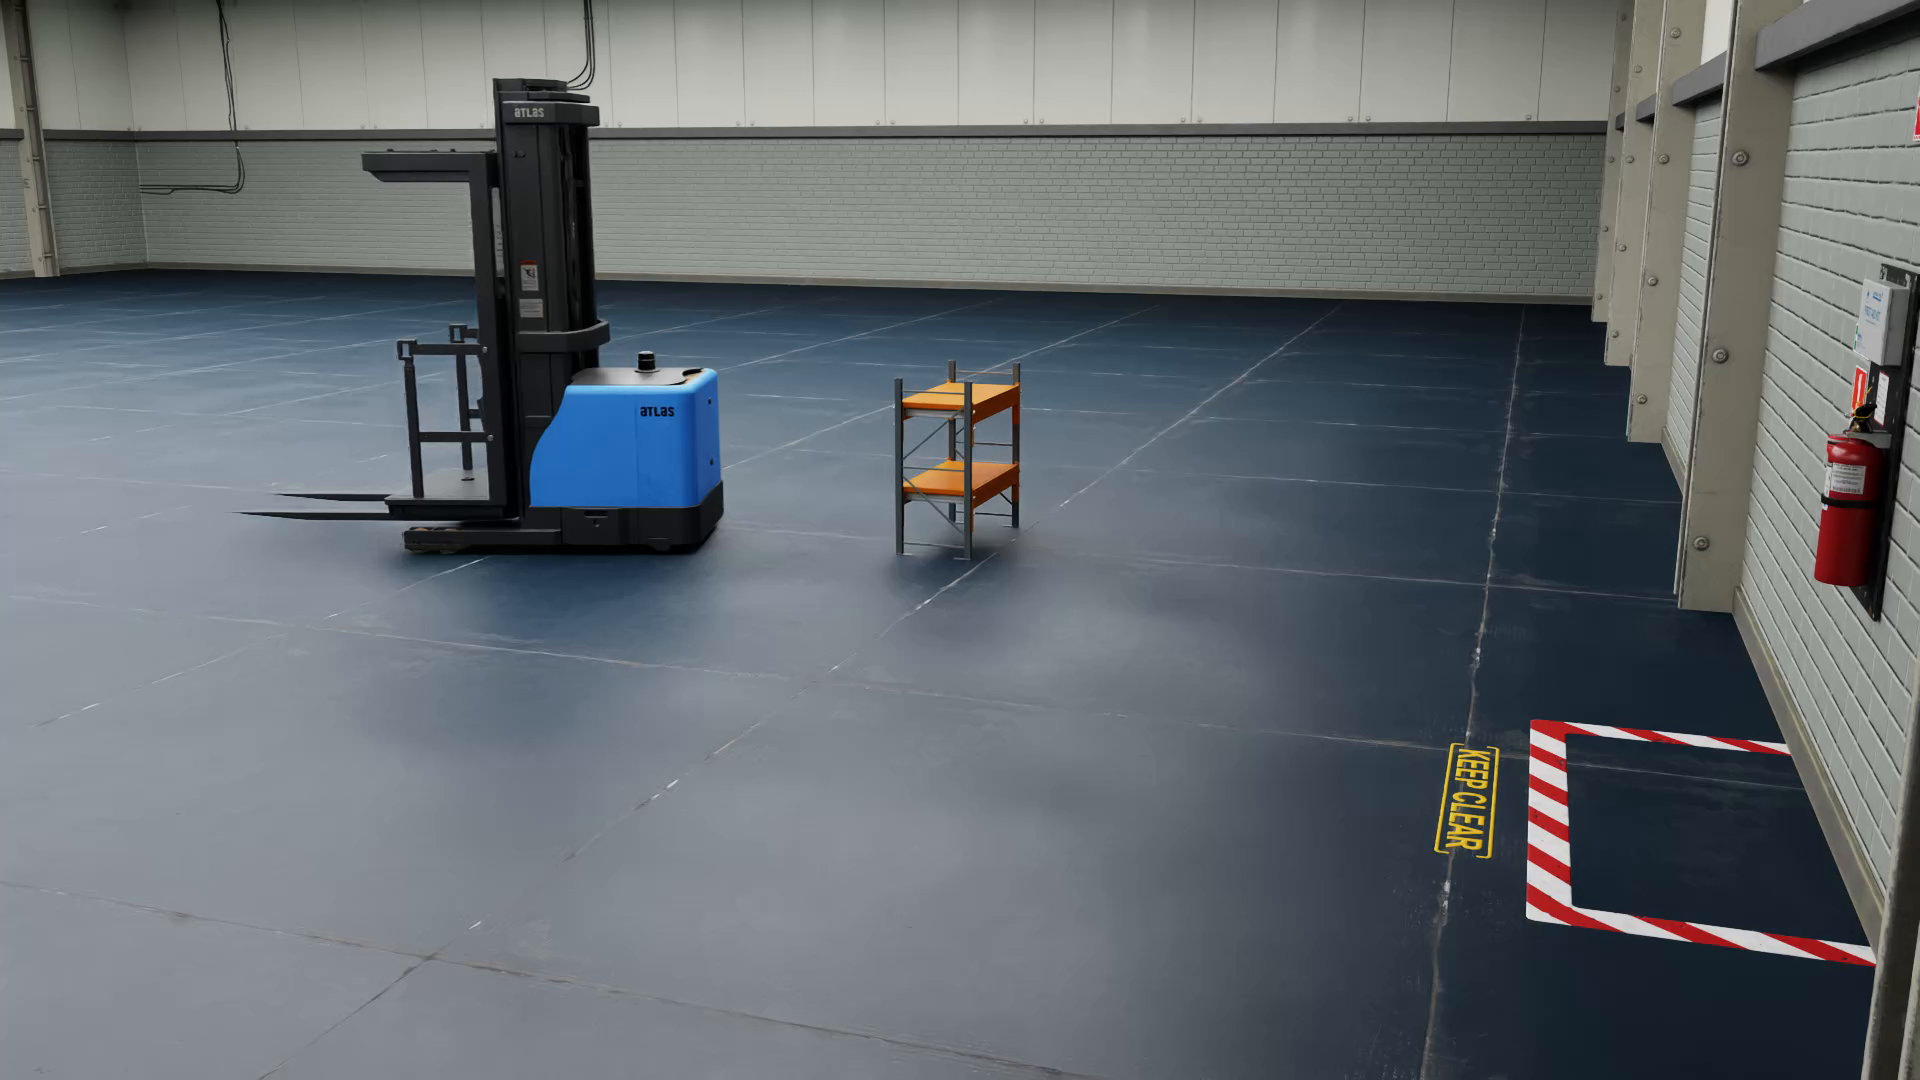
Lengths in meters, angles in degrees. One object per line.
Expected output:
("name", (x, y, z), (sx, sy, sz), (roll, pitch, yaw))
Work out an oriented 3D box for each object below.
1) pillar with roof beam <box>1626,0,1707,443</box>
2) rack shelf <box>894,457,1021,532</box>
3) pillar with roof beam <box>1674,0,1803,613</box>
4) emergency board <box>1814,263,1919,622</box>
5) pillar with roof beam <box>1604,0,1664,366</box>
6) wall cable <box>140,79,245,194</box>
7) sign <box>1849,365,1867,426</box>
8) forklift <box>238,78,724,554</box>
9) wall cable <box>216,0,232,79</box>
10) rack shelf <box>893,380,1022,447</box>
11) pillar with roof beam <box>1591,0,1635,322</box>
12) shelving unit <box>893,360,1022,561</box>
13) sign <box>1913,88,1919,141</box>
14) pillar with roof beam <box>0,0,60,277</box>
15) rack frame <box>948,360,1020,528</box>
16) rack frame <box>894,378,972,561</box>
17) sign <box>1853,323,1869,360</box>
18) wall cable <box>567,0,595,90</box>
("pillar with roof beam", (2.100, -5.607, 15.330), (9.100, 9.000, 0.400), (4, 14, 18))
("rack shelf", (-0.002, -0.309, 10.911), (0.538, 0.278, 1.000), (4, 14, 18))
("pillar with roof beam", (0.158, -4.343, 9.795), (9.100, 9.000, 0.400), (4, 14, 18))
("emergency board", (3.126, -0.363, 5.837), (0.194, 1.169, 0.643), (4, 14, 18))
("pillar with roof beam", (4.041, -6.870, 20.865), (9.100, 9.000, 0.400), (4, 14, 18))
("wall cable", (-17.545, -9.103, 37.624), (3.097, 2.526, 0.112), (4, 14, 18))
("sign", (3.403, -0.489, 6.311), (0.001, 0.329, 0.234), (4, 14, 18))
("forklift", (-3.153, -1.455, 10.776), (3.031, 2.935, 1.130), (0, 13, 2))
("wall cable", (-14.986, -11.370, 36.209), (3.097, 2.526, 0.112), (4, 14, 18))
("rack shelf", (-0.002, -0.832, 10.791), (0.538, 0.278, 1.000), (4, 14, 18))
("pillar with roof beam", (5.982, -8.133, 26.400), (9.100, 9.000, 0.400), (4, 14, 18))
("shelving unit", (-0.002, -0.547, 10.857), (0.538, 1.125, 1.048), (4, 14, 18))
("sign", (3.223, -1.488, 5.555), (0.001, 0.298, 0.199), (4, 14, 18))
("pillar with roof beam", (-15.676, -9.781, 33.620), (9.100, 9.000, 0.400), (4, 14, 18))
("rack frame", (0.162, -0.654, 11.325), (0.500, 1.125, 0.032), (4, 14, 18))
("rack frame", (-0.167, -0.440, 10.388), (0.500, 1.125, 0.032), (4, 14, 18))
("sign", (3.393, -0.747, 6.250), (0.001, 0.109, 0.331), (4, 14, 18))
("wall cable", (-8.568, -11.588, 33.891), (2.305, 6.003, 0.169), (4, 14, 18))
